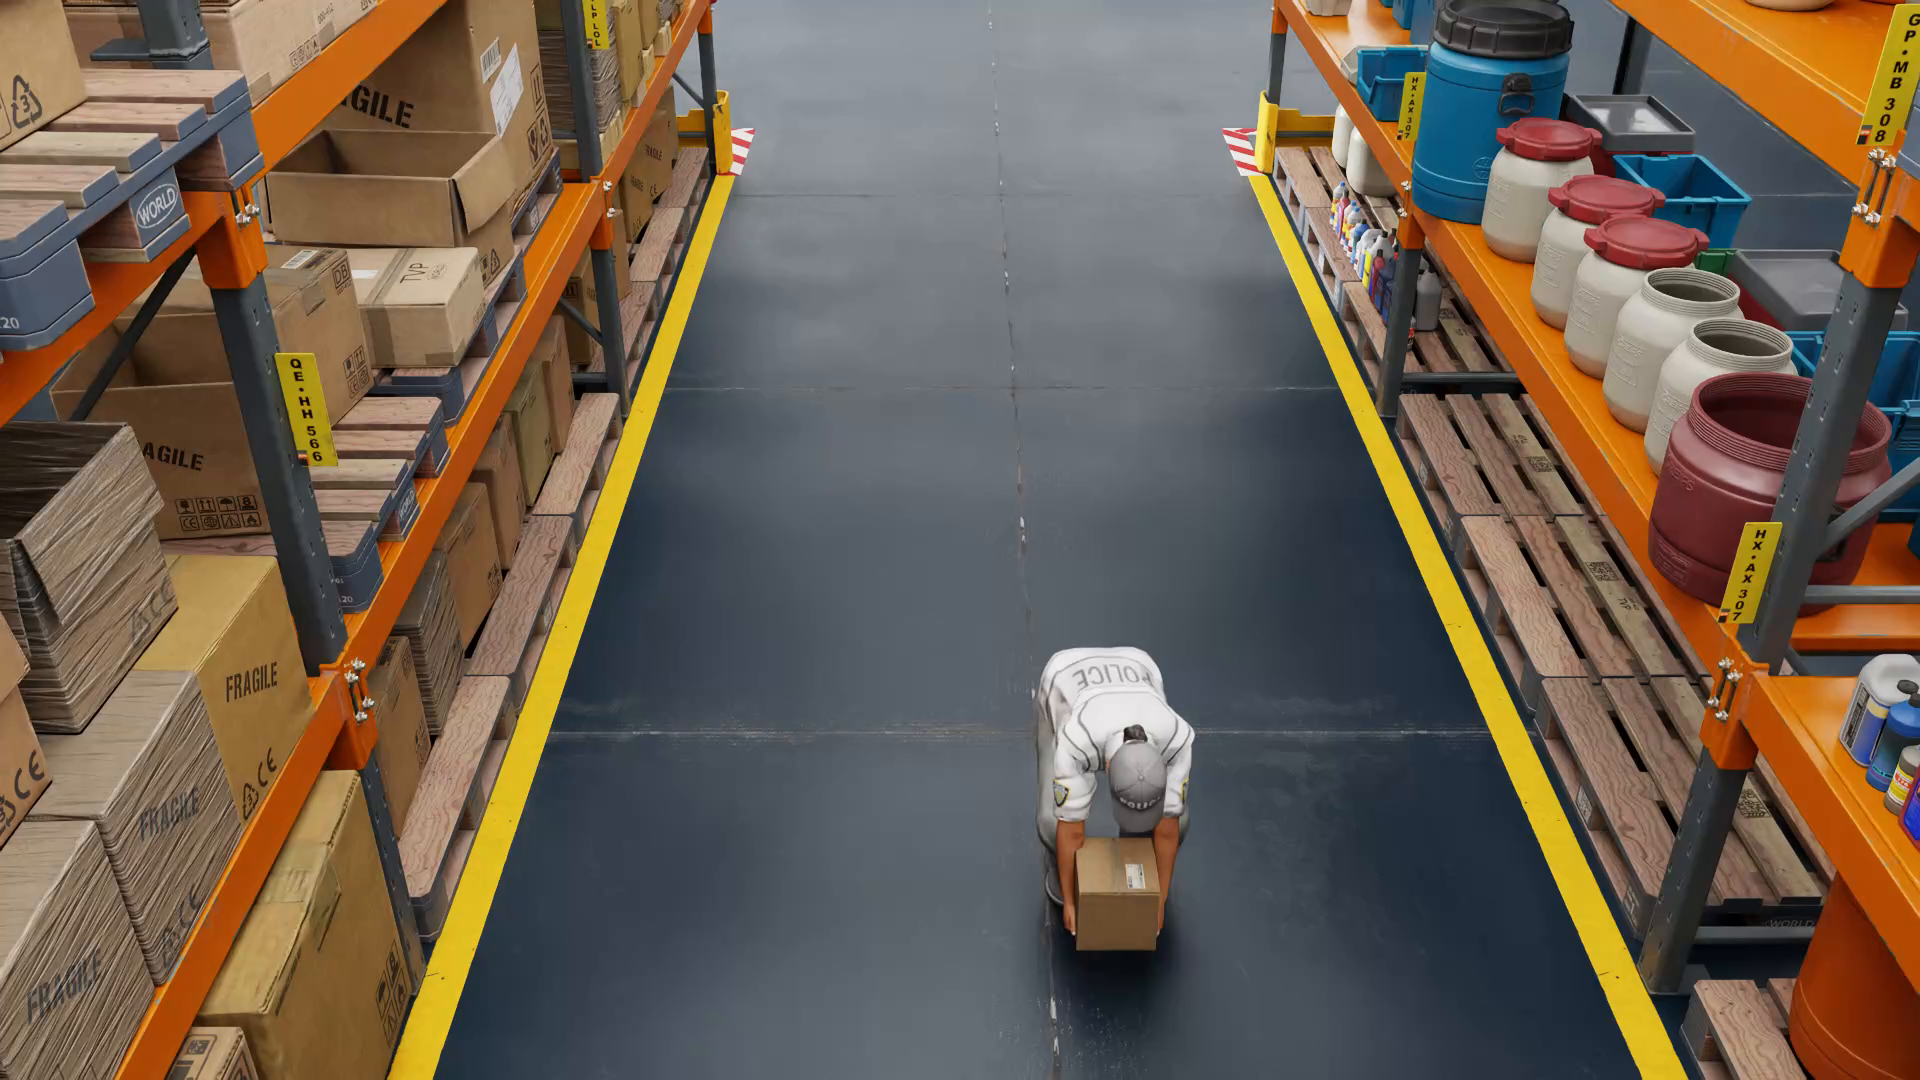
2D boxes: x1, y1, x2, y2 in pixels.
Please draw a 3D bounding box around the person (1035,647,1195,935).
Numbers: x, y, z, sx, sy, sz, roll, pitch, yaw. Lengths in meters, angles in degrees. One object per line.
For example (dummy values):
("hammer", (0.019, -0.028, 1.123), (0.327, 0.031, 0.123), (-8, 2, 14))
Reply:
("person", (0.503, 0.831, 5.483), (0.514, 0.942, 0.921), (-1, 32, -2))
